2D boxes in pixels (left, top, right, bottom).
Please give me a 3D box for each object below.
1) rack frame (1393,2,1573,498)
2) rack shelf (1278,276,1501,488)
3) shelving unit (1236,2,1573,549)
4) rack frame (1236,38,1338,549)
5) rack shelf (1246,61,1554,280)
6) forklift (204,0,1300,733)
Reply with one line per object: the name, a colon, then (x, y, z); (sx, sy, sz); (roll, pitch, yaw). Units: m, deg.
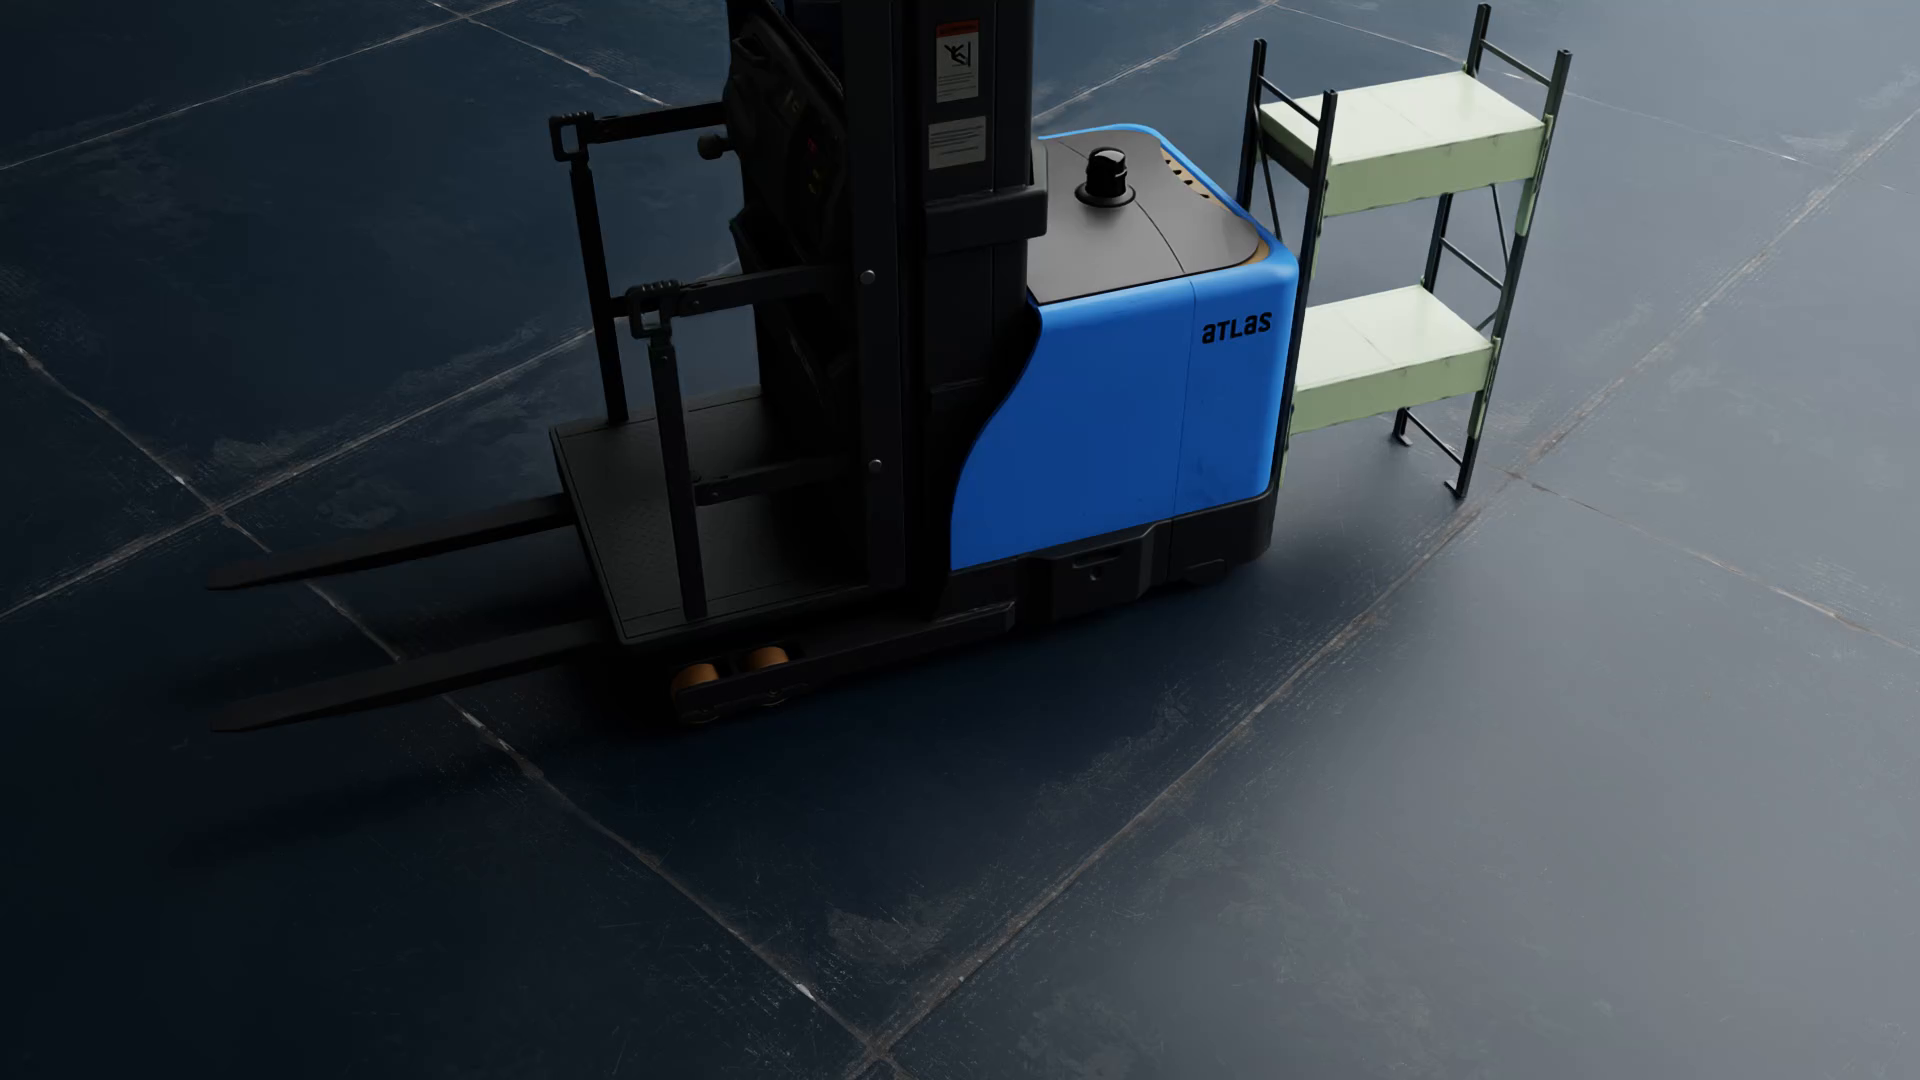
rack frame: (1.572, -0.842, 5.104); (0.023, 1.500, 0.400); (-14, 40, -17)
rack shelf: (1.231, -0.504, 5.202); (0.720, 0.370, 0.431); (-14, 40, -17)
shelving unit: (1.231, -0.760, 4.999); (0.755, 1.500, 0.431); (-14, 40, -17)
rack frame: (0.891, -0.677, 4.893); (0.023, 1.500, 0.400); (-14, 40, -17)
rack shelf: (1.232, -1.065, 4.756); (0.720, 0.370, 0.431); (-14, 40, -17)
forklift: (-0.632, -1.012, 4.168); (3.031, 2.935, 1.130); (-13, 40, -16)
